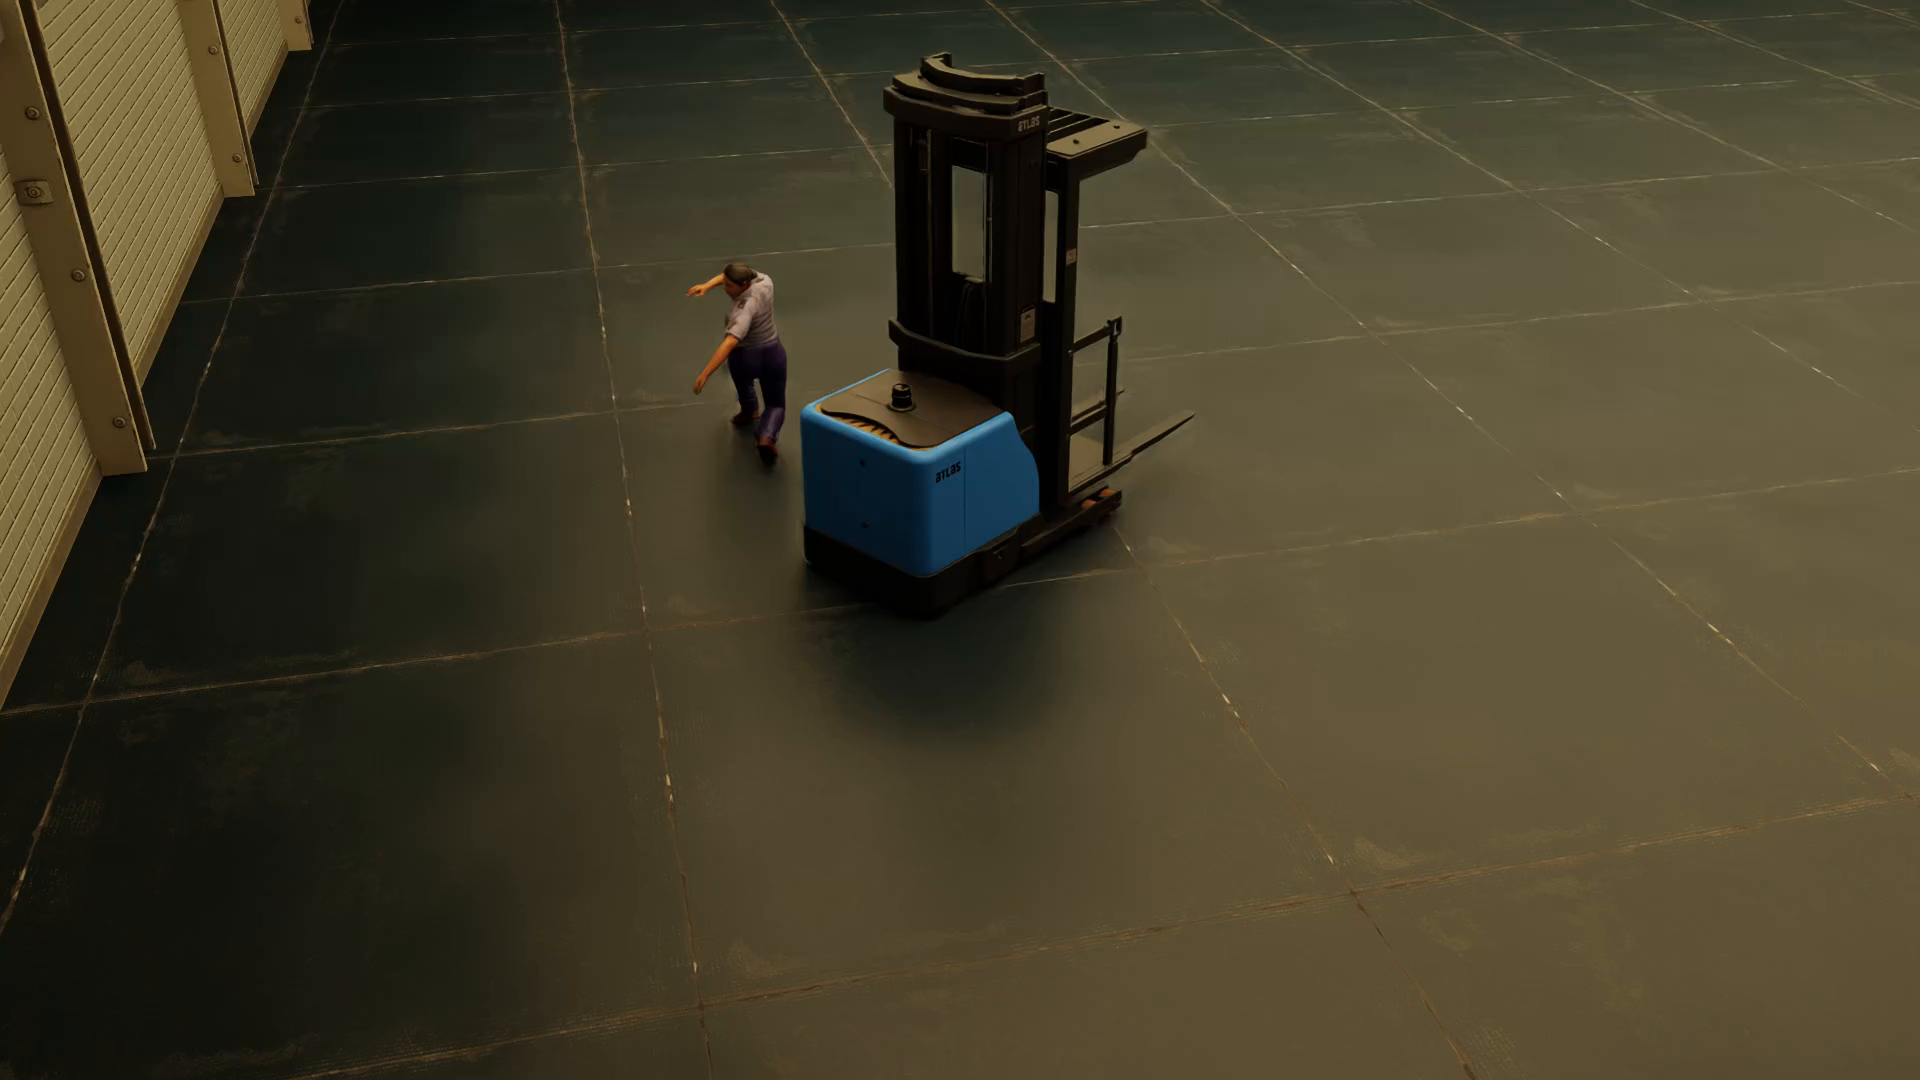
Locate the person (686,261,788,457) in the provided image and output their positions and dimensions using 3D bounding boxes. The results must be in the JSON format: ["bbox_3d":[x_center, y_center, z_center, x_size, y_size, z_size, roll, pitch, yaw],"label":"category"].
[{"bbox_3d":[-1.542,-1.239,11.309,0.764,1.403,0.942,-13,33,-22],"label":"person"}]

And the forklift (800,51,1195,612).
[{"bbox_3d":[0.395,-1.508,10.179,1.130,2.935,3.031,24,38,35],"label":"forklift"}]
